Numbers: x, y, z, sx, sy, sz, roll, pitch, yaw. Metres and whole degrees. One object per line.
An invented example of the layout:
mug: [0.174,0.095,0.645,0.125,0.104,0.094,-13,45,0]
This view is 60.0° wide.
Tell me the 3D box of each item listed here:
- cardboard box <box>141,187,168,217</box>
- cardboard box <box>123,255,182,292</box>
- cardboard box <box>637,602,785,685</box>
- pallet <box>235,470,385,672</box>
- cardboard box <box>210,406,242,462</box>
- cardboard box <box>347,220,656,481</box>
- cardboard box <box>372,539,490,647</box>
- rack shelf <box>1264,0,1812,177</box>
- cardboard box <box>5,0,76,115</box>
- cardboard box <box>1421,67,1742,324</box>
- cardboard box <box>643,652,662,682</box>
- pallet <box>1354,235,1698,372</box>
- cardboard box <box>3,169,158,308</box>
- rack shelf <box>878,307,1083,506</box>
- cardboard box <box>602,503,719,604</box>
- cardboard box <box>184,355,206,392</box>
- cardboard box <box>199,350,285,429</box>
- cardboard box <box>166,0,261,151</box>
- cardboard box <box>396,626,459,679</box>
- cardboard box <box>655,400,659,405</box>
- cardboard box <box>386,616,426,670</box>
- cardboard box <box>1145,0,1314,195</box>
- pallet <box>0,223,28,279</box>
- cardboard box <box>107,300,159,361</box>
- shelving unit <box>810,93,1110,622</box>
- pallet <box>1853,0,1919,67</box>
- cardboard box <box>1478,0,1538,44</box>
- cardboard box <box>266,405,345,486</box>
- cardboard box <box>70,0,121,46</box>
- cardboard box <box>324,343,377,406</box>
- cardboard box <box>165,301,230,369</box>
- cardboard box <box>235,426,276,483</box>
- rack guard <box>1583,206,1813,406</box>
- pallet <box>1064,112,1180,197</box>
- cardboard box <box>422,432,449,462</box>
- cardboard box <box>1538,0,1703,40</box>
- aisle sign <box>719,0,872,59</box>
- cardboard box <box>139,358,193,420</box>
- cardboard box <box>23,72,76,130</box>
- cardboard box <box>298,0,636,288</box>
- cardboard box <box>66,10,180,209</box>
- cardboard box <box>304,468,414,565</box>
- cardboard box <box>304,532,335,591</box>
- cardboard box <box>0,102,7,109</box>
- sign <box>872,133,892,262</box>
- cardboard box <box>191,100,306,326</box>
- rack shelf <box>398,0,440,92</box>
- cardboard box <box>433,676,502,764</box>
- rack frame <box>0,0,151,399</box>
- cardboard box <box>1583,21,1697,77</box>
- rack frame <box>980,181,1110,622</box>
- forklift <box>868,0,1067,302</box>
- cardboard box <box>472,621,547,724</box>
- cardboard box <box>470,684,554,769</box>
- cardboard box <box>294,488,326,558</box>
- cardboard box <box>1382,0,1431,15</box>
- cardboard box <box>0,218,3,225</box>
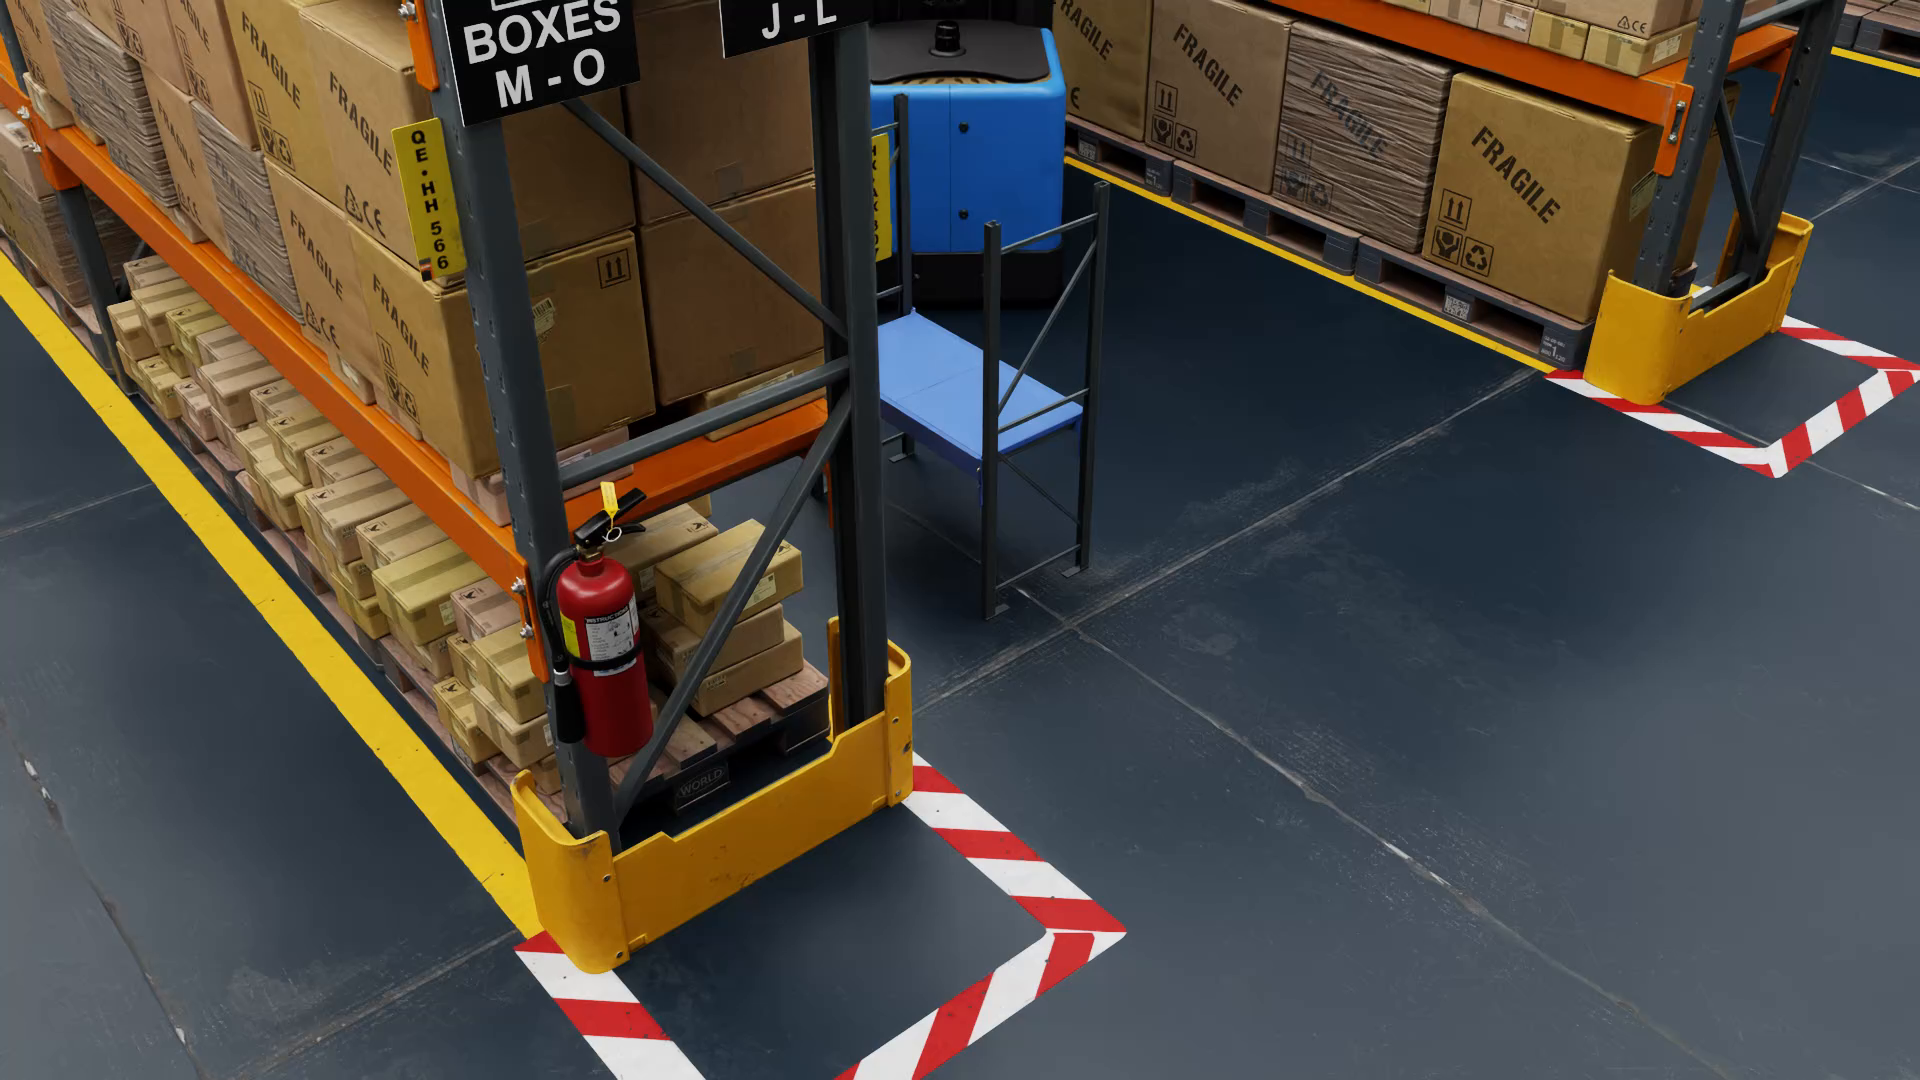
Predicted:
cardboard box: [-2.555,-1.250,5.637,0.380,0.149,0.250,-25,42,-31]
cardboard box: [-3.143,-1.063,6.745,0.380,0.149,0.250,-24,42,-30]
cardboard box: [-0.768,0.268,5.123,0.380,0.149,0.250,-24,42,-30]
pallet: [-1.955,-0.082,6.183,1.003,0.211,1.213,-26,43,-32]
cardboard box: [-2.644,-0.468,6.419,0.380,0.149,0.250,-27,43,-33]
cardboard box: [-1.113,-0.541,4.074,0.500,0.500,0.500,-25,42,-31]
cardboard box: [-1.544,0.135,5.053,0.380,0.149,0.250,-27,43,-33]
rack shelf: [1.937,-2.671,8.048,1.077,0.370,4.000,-26,43,-32]
cardboard box: [-3.080,-1.892,5.982,0.500,0.500,0.500,-27,43,-33]
cardboard box: [2.754,-1.638,7.443,0.875,0.875,0.875,-26,43,-32]
cardboard box: [-0.951,0.280,5.362,0.380,0.149,0.250,-26,43,-32]
pallet: [2.652,-1.267,7.857,1.003,0.211,1.213,-26,43,-32]
cardboard box: [-3.877,-1.426,7.468,0.500,0.500,0.500,-27,43,-33]
rack shelf: [-0.055,-0.503,5.974,0.538,0.185,1.000,-26,43,-32]
cardboard box: [-0.974,0.038,5.189,0.380,0.149,0.250,-25,42,-31]
cardboard box: [-2.801,-0.720,6.517,0.380,0.149,0.250,-26,43,-32]
cardboard box: [-2.522,-0.577,6.058,0.380,0.149,0.250,-25,42,-31]
cardboard box: [-1.781,-1.405,4.430,0.500,0.500,0.500,-24,42,-30]
cardboard box: [-1.521,0.239,5.163,0.380,0.149,0.250,-28,44,-33]
cardboard box: [-0.781,-0.536,4.629,0.380,0.149,0.250,-24,42,-30]
cardboard box: [-1.642,0.233,5.429,0.380,0.149,0.250,-26,43,-31]
cardboard box: [1.592,-2.433,8.565,0.875,0.875,0.875,-26,43,-32]
pallet: [-4.502,-1.786,8.590,1.003,0.211,1.213,-26,43,-32]
cardboard box: [-3.218,-0.892,6.760,0.380,0.149,0.250,-24,42,-30]
shelving unit: [-0.055,-0.650,5.870,0.538,1.500,1.048,-26,43,-32]
pallet: [6.509,-3.169,10.542,1.003,0.211,1.213,-26,43,-32]
cardboard box: [2.416,-2.239,7.034,0.380,0.149,0.250,-26,43,-32]
cardboard box: [-2.154,-0.364,5.757,0.380,0.149,0.250,-26,43,-32]
cardboard box: [-2.455,-1.865,5.079,0.500,0.500,0.500,-25,42,-31]
cardboard box: [-1.540,-0.545,4.641,0.380,0.149,0.250,-25,42,-31]
cardboard box: [-2.810,-0.826,6.410,0.380,0.149,0.250,-27,43,-32]
cardboard box: [-2.355,-0.334,5.972,0.380,0.149,0.250,-26,43,-32]
rack guard: [3.244,-1.051,7.301,1.175,0.500,0.348,-26,43,-32]
pallet: [1.078,-2.345,9.378,1.003,0.211,1.213,-26,43,-32]
cardboard box: [-1.184,-0.336,4.346,0.380,0.149,0.250,-26,43,-32]
cardboard box: [2.713,-2.257,6.713,0.500,0.250,0.500,-27,43,-32]
aisle sign: [-0.350,-1.417,3.406,0.394,0.787,0.004,-26,43,-32]
cardboard box: [-3.046,-0.652,6.679,0.380,0.149,0.250,-25,42,-31]
cardboard box: [-3.275,-1.692,6.262,0.380,0.149,0.250,-24,42,-30]
cardboard box: [-1.111,-0.956,3.795,0.500,0.500,0.500,-27,43,-33]
cardboard box: [-2.458,-1.440,5.344,0.500,0.500,0.500,-27,43,-33]
cardboard box: [-1.878,-0.101,5.386,0.380,0.149,0.250,-24,42,-30]
cardboard box: [-2.016,0.015,5.736,0.380,0.149,0.250,-25,42,-31]
cardboard box: [-4.203,-1.966,7.581,0.500,0.250,0.500,-24,42,-30]
sign: [-0.212,-0.832,4.080,0.100,0.325,0.005,-26,43,-32]
cardboard box: [-1.776,-0.990,4.709,0.500,0.500,0.500,-26,43,-32]
rack shelf: [-1.917,-2.090,4.632,1.077,0.370,4.000,-26,43,-32]
cardboard box: [-1.368,0.486,5.072,0.380,0.149,0.250,-25,42,-30]
rack frame: [-3.207,-2.042,6.538,1.000,3.000,0.127,-26,43,-32]
cardboard box: [2.747,-2.013,6.715,0.380,0.149,0.250,-25,42,-31]
rack frame: [0.273,-0.425,5.553,0.500,1.500,0.032,-26,43,-32]
forklift: [-0.096,-3.118,8.116,1.130,2.935,3.031,-1,35,-2]
cardboard box: [-1.161,0.334,4.772,0.380,0.149,0.250,-25,43,-31]
cardboard box: [-1.185,0.468,4.840,0.380,0.149,0.250,-27,44,-33]
cardboard box: [-2.017,-0.105,5.648,0.380,0.149,0.250,-24,42,-30]
cardboard box: [2.087,-2.464,7.351,0.380,0.149,0.250,-27,43,-33]
cardboard box: [-4.536,-1.881,8.110,0.500,0.500,0.500,-27,43,-33]
